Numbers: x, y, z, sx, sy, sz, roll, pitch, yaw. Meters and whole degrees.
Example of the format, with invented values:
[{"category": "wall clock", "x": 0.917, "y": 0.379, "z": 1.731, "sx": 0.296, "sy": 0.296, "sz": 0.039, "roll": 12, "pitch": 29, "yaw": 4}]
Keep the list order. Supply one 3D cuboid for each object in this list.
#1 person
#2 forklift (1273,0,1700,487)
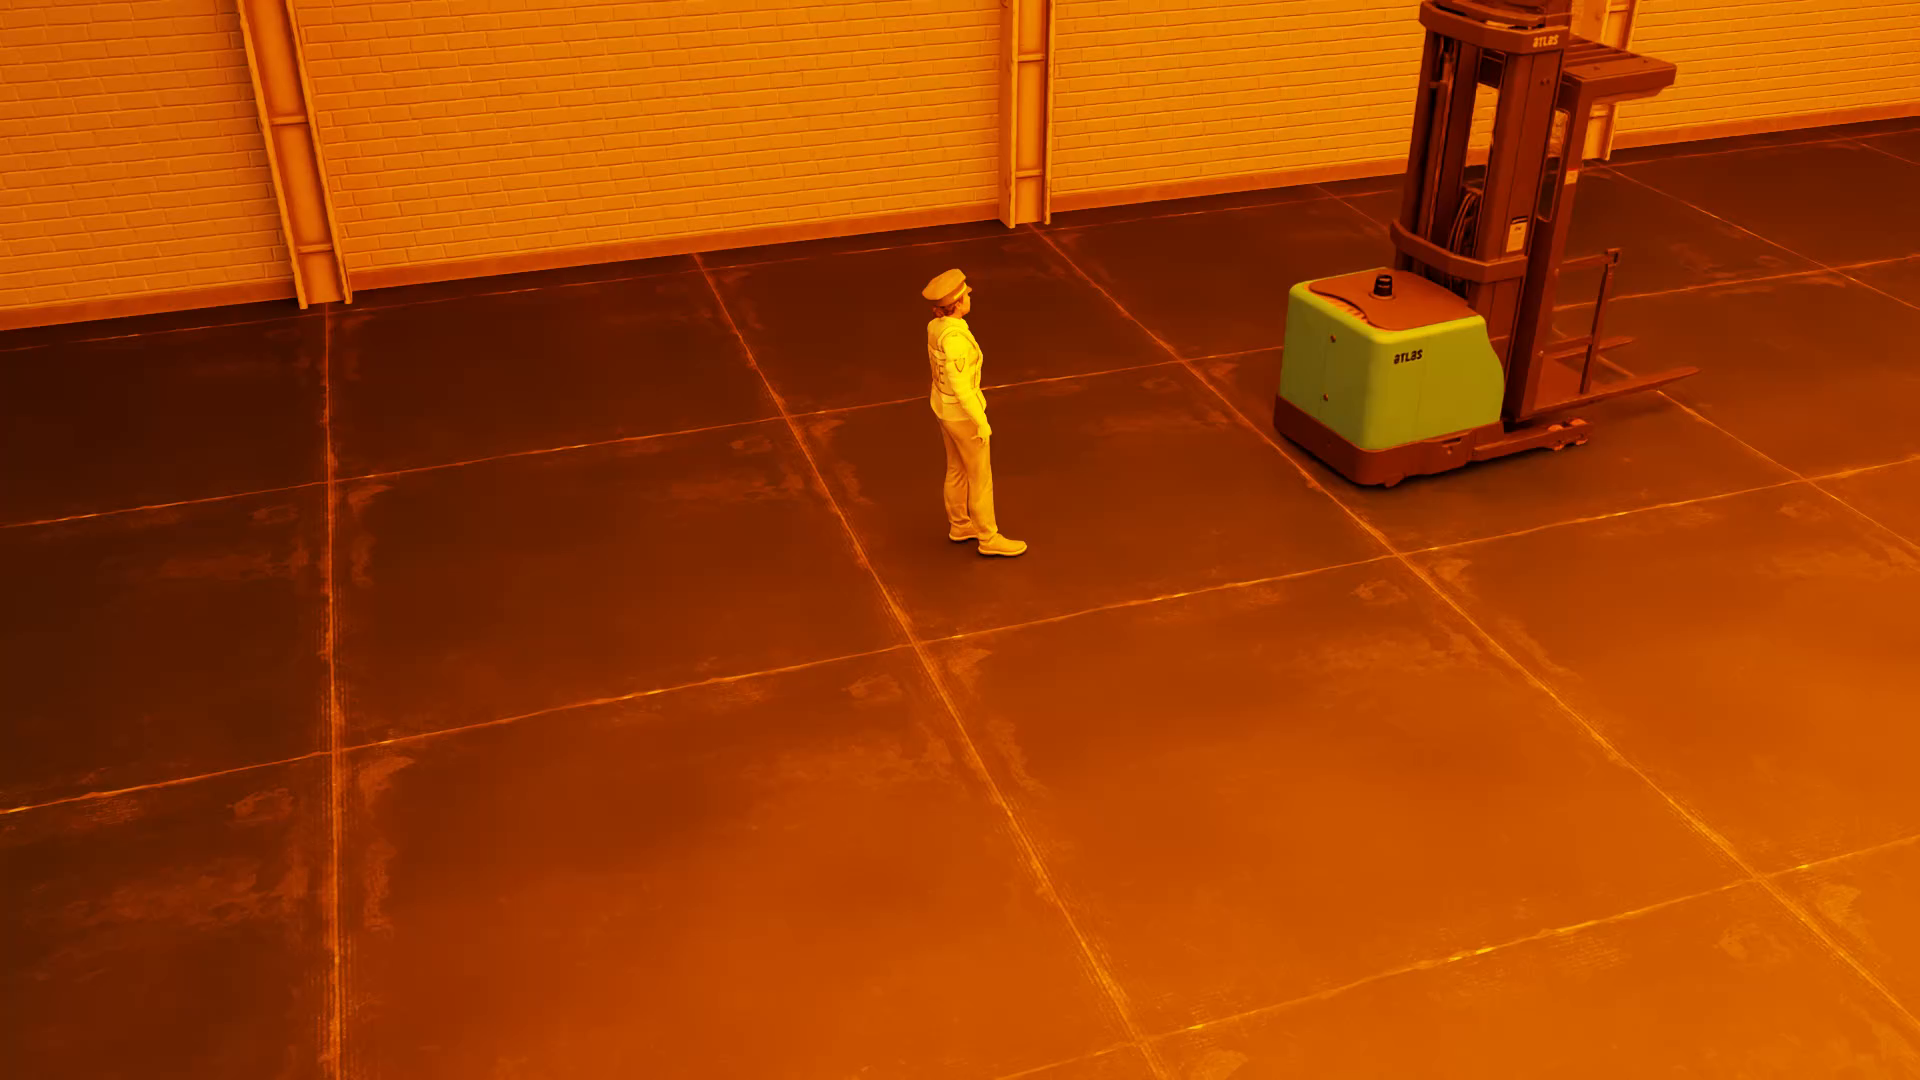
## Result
[{"category": "person", "x": 0.068, "y": -0.748, "z": 9.613, "sx": 0.530, "sy": 1.694, "sz": 0.586, "roll": -10, "pitch": 31, "yaw": -16}, {"category": "forklift", "x": 3.672, "y": -2.093, "z": 10.725, "sx": 3.031, "sy": 2.935, "sz": 1.130, "roll": -13, "pitch": 32, "yaw": -22}]
